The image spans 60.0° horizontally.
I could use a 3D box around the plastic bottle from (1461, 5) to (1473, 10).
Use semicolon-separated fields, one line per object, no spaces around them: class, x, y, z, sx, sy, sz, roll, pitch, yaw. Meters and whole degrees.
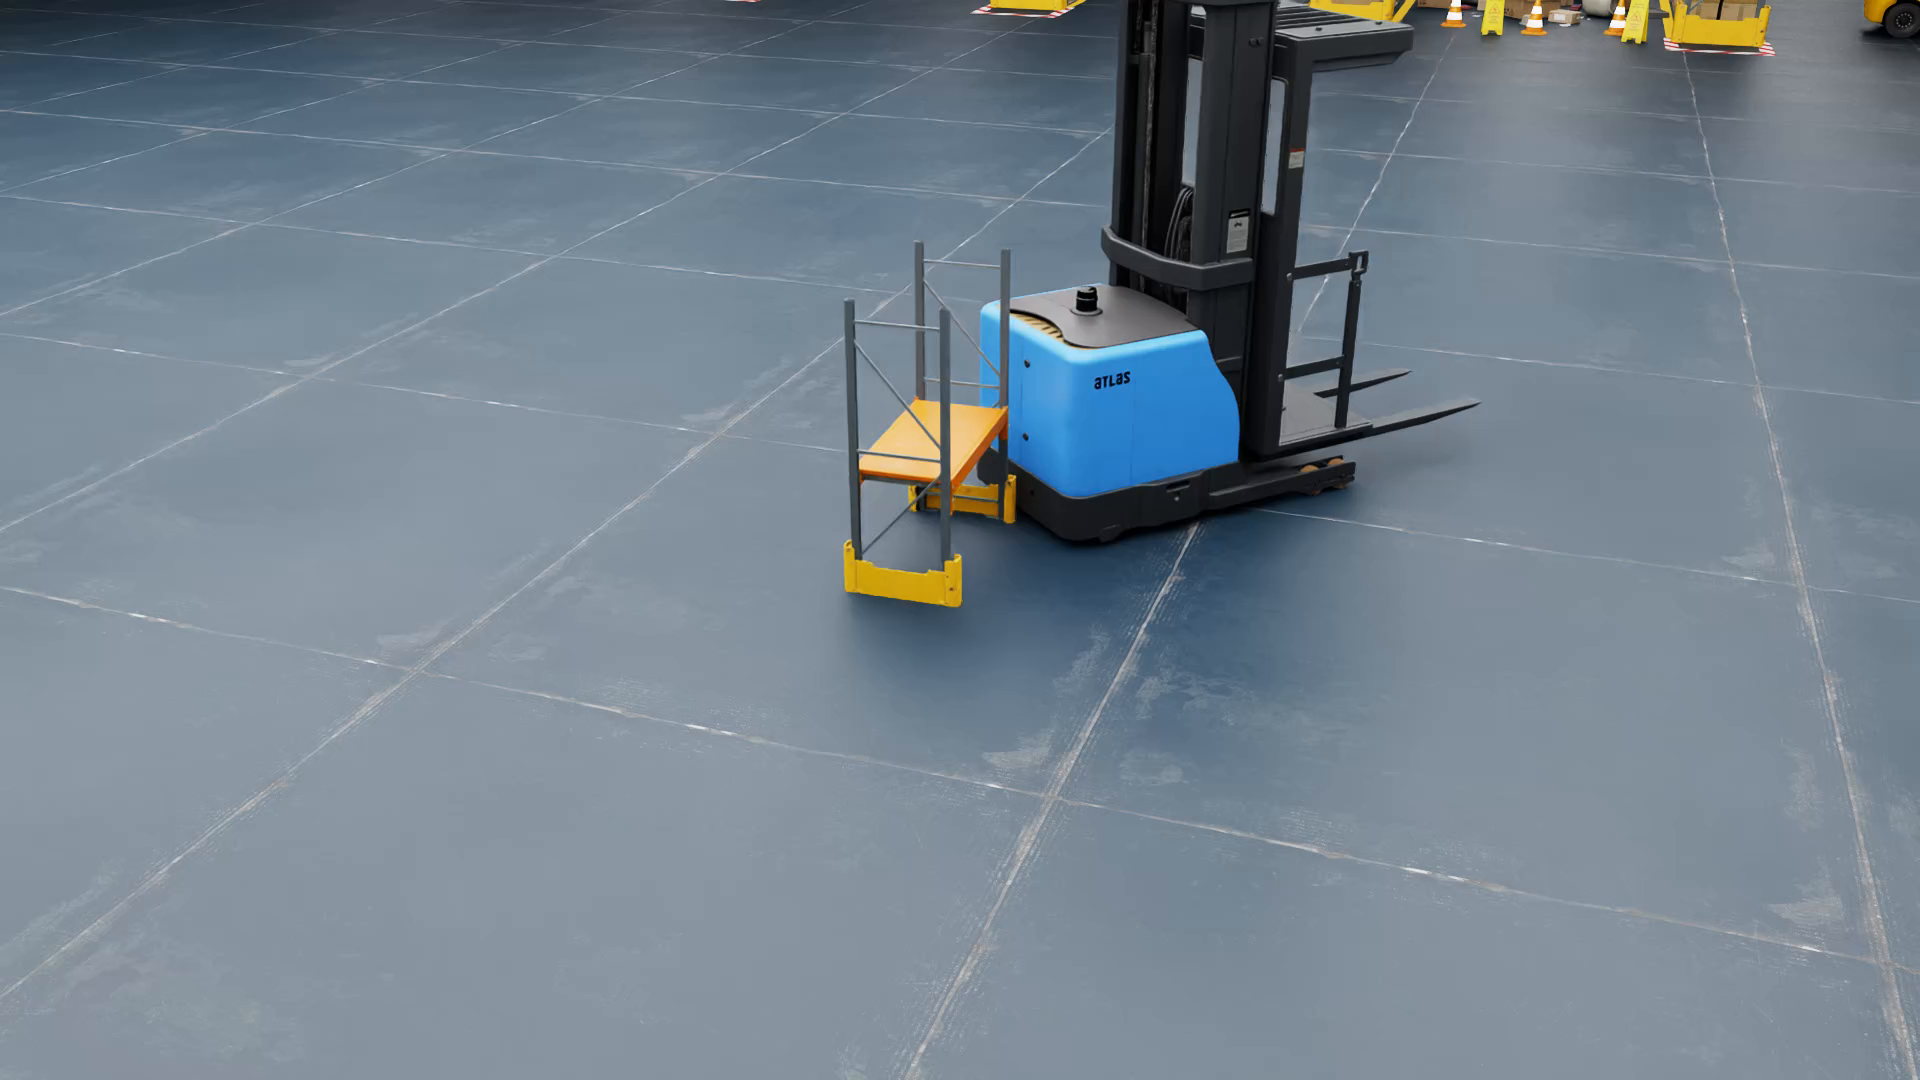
plastic bottle;7.755;-8.215;25.648;0.283;0.061;0.133;0;26;-1

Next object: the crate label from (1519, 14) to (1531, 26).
crate label;8.353;-7.593;24.275;0.250;0.136;0.298;-5;26;-9

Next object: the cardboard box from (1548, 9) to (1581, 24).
cardboard box;8.914;-7.712;24.508;0.250;0.149;0.380;-20;33;-36

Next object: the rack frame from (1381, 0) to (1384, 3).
rack frame;5.681;-8.841;23.567;1.000;3.000;0.127;9;27;17

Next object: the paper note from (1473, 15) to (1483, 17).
paper note;7.790;-7.884;25.001;0.144;0.017;0.142;20;32;35

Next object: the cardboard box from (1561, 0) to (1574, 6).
cardboard box;9.419;-8.554;26.112;0.258;0.266;0.396;-9;27;-18

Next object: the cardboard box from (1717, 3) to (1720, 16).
cardboard box;11.089;-7.616;23.711;0.500;0.250;0.500;10;27;19

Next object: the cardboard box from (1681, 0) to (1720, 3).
cardboard box;10.404;-7.820;23.272;0.500;0.500;0.500;9;27;18

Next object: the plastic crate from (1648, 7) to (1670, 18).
plastic crate;10.418;-7.968;25.114;0.402;0.080;0.583;0;26;-1

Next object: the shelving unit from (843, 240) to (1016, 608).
shelving unit;-0.135;-0.605;8.279;0.587;1.500;1.083;8;27;15

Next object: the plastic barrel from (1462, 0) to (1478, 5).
plastic barrel;8.082;-8.636;26.101;0.421;0.421;0.512;-14;29;-27

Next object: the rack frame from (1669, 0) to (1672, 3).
rack frame;11.714;-9.808;25.565;1.000;3.000;0.127;9;27;17

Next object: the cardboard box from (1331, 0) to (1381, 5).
cardboard box;5.845;-8.361;24.534;0.875;0.875;0.875;9;27;18

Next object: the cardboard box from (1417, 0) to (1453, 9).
cardboard box;7.464;-8.574;25.881;0.500;0.500;0.500;14;29;26

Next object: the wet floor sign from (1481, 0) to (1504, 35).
wet floor sign;7.539;-7.482;23.462;0.267;0.644;0.232;4;26;8

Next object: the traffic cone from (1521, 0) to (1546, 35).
traffic cone;8.150;-7.407;23.518;0.336;0.463;0.334;9;27;17

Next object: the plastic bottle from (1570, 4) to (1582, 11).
plastic bottle;9.516;-8.227;25.672;0.133;0.061;0.283;14;29;26

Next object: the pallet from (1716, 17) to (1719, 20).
pallet;10.712;-7.269;23.521;1.003;0.211;1.213;9;27;17

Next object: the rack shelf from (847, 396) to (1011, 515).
rack shelf;-0.138;-0.440;8.350;0.538;0.185;1.000;8;27;15

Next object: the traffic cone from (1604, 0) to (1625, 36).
traffic cone;9.310;-7.386;23.474;0.336;0.463;0.334;9;27;17

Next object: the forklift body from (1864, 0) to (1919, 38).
forklift body;13.976;-8.108;23.027;2.313;2.155;1.214;9;27;17

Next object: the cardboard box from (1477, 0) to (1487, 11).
cardboard box;8.177;-8.280;25.547;0.396;0.266;0.258;14;29;26

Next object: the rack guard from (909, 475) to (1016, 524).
rack guard;0.010;-0.250;8.980;0.587;0.250;0.087;8;27;15

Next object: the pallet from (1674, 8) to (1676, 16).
pallet;11.120;-7.769;24.553;1.003;0.211;1.213;9;27;17

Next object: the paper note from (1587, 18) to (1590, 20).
paper note;9.364;-7.761;24.768;0.032;0.001;0.123;9;27;17

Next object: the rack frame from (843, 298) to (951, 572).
rack frame;-0.287;-0.390;7.834;0.500;1.500;0.032;8;27;15

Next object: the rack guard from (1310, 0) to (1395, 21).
rack guard;5.673;-7.706;24.091;1.175;0.500;0.348;9;27;17

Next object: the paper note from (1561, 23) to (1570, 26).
paper note;8.820;-7.505;24.216;0.148;0.019;0.142;0;26;-1

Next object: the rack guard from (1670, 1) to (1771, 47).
rack guard;10.408;-7.070;22.779;1.175;0.500;0.348;9;27;17

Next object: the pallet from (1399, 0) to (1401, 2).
pallet;6.686;-8.928;26.948;1.003;0.211;1.213;9;27;17

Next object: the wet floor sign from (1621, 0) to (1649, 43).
wet floor sign;9.311;-7.182;22.842;0.267;0.644;0.232;20;32;35

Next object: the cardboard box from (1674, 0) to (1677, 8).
cardboard box;10.747;-7.914;24.327;0.500;0.250;0.500;8;27;16

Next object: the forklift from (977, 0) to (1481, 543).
forklift;1.635;-1.753;9.007;3.031;2.935;1.130;-14;29;-26

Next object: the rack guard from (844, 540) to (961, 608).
rack guard;-0.281;0.165;8.123;0.587;0.250;0.087;8;27;15

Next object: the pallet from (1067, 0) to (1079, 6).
pallet;1.367;-8.706;26.489;1.003;0.211;1.213;9;27;17

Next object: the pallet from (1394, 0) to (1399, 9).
pallet;6.281;-8.425;25.909;1.003;0.211;1.213;9;27;17

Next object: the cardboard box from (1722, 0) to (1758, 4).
cardboard box;10.920;-7.754;23.136;0.500;0.500;0.500;8;27;16

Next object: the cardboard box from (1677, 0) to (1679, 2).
cardboard box;10.578;-7.699;23.882;0.500;0.250;0.500;9;27;18

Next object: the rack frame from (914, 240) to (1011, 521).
rack frame;0.010;-0.813;8.709;0.500;1.500;0.032;8;27;15

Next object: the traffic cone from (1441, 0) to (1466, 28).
traffic cone;7.197;-7.711;24.145;0.336;0.463;0.334;9;27;17

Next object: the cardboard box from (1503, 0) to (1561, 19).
cardboard box;8.580;-8.130;24.963;0.797;0.503;0.637;-9;27;-18

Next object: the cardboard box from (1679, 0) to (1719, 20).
cardboard box;10.406;-7.497;23.465;0.500;0.250;0.500;9;27;17

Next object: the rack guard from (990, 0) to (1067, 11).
rack guard;1.063;-8.508;25.747;1.175;0.500;0.348;9;27;17

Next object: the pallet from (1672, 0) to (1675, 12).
pallet;11.524;-8.272;25.592;1.003;0.211;1.213;9;27;17

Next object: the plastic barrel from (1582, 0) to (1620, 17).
plastic barrel;9.643;-8.073;24.938;0.421;0.421;0.512;-14;29;-27

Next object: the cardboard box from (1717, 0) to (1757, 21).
cardboard box;10.912;-7.407;23.280;0.500;0.250;0.500;9;27;17

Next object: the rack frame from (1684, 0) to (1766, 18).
rack frame;10.383;-8.164;22.170;1.000;3.000;0.127;9;27;17

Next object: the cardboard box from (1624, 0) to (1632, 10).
cardboard box;10.074;-8.441;25.607;0.500;0.500;0.500;-14;29;-27
